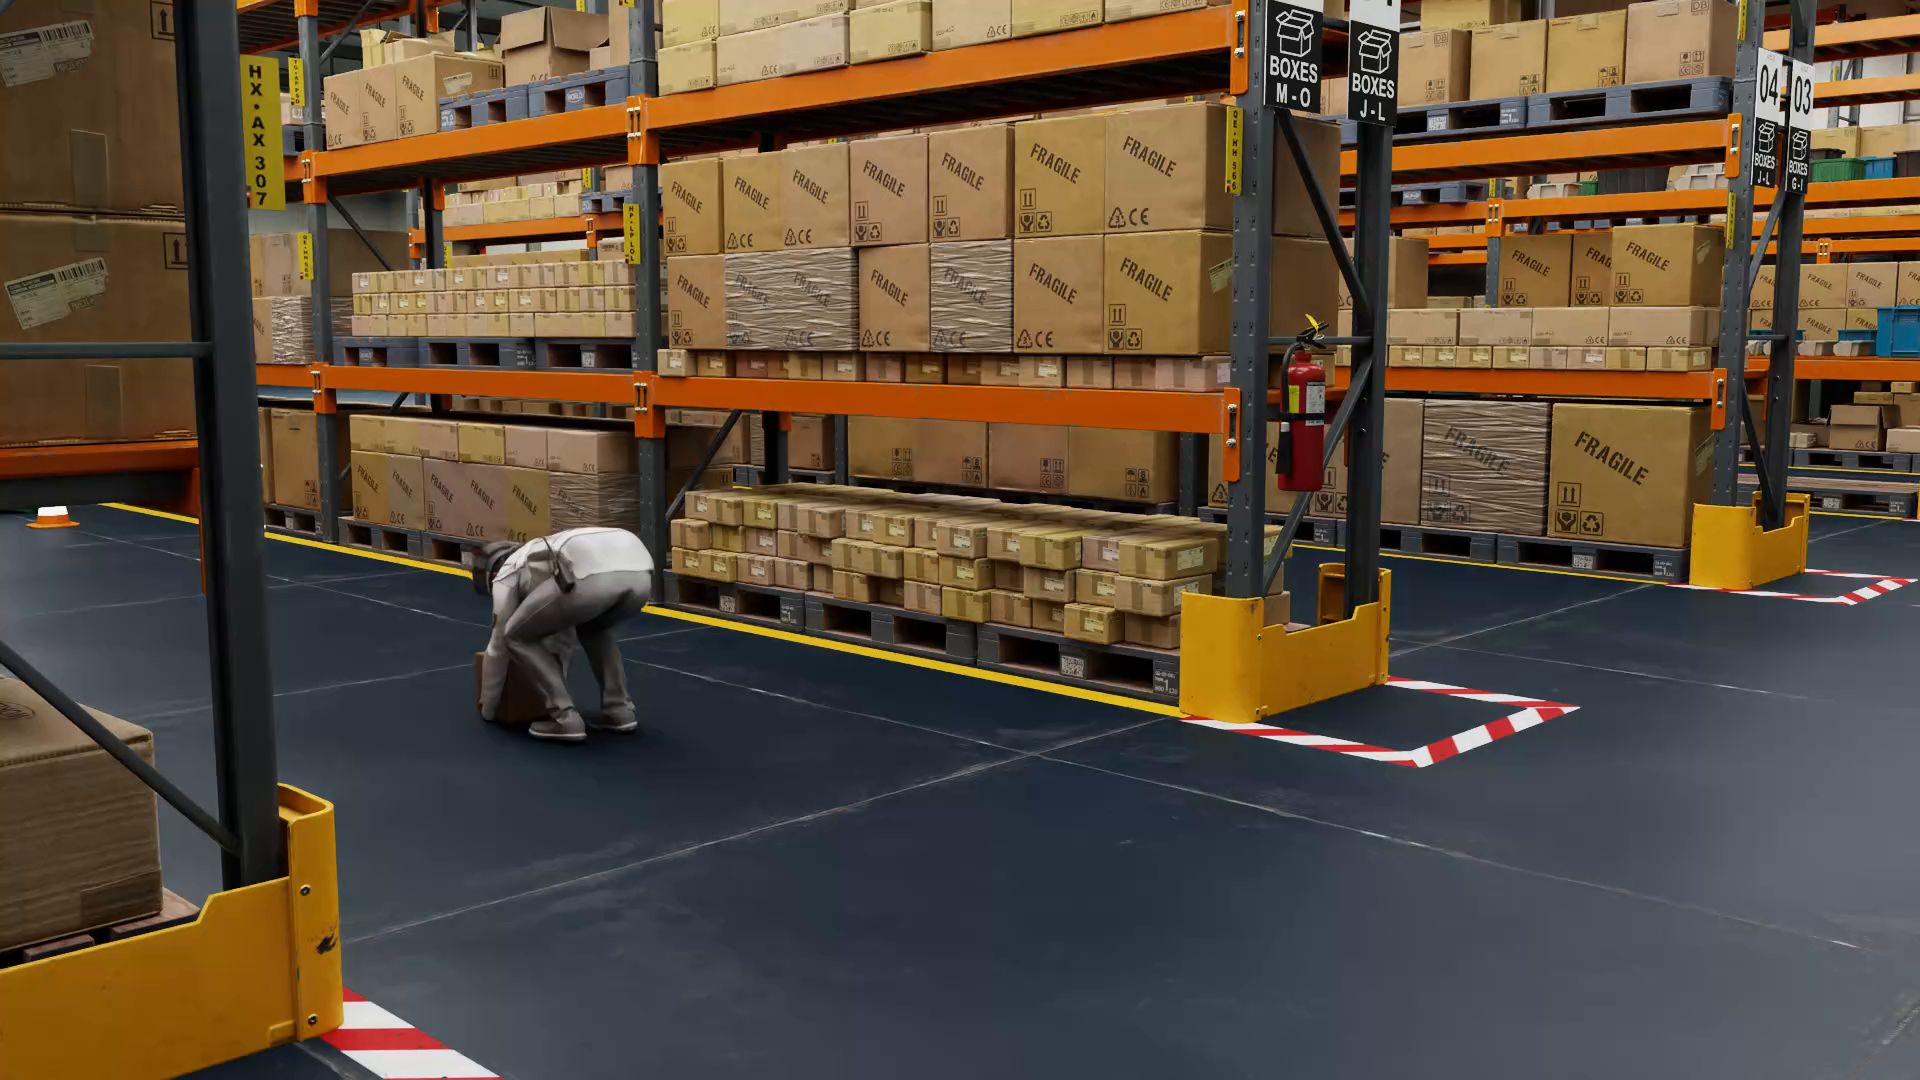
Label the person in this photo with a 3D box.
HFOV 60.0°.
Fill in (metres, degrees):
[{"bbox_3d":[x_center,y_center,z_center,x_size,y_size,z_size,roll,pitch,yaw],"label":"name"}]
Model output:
[{"bbox_3d":[-1.570,0.350,6.497,0.898,0.822,0.469,6,10,41],"label":"person"}]
